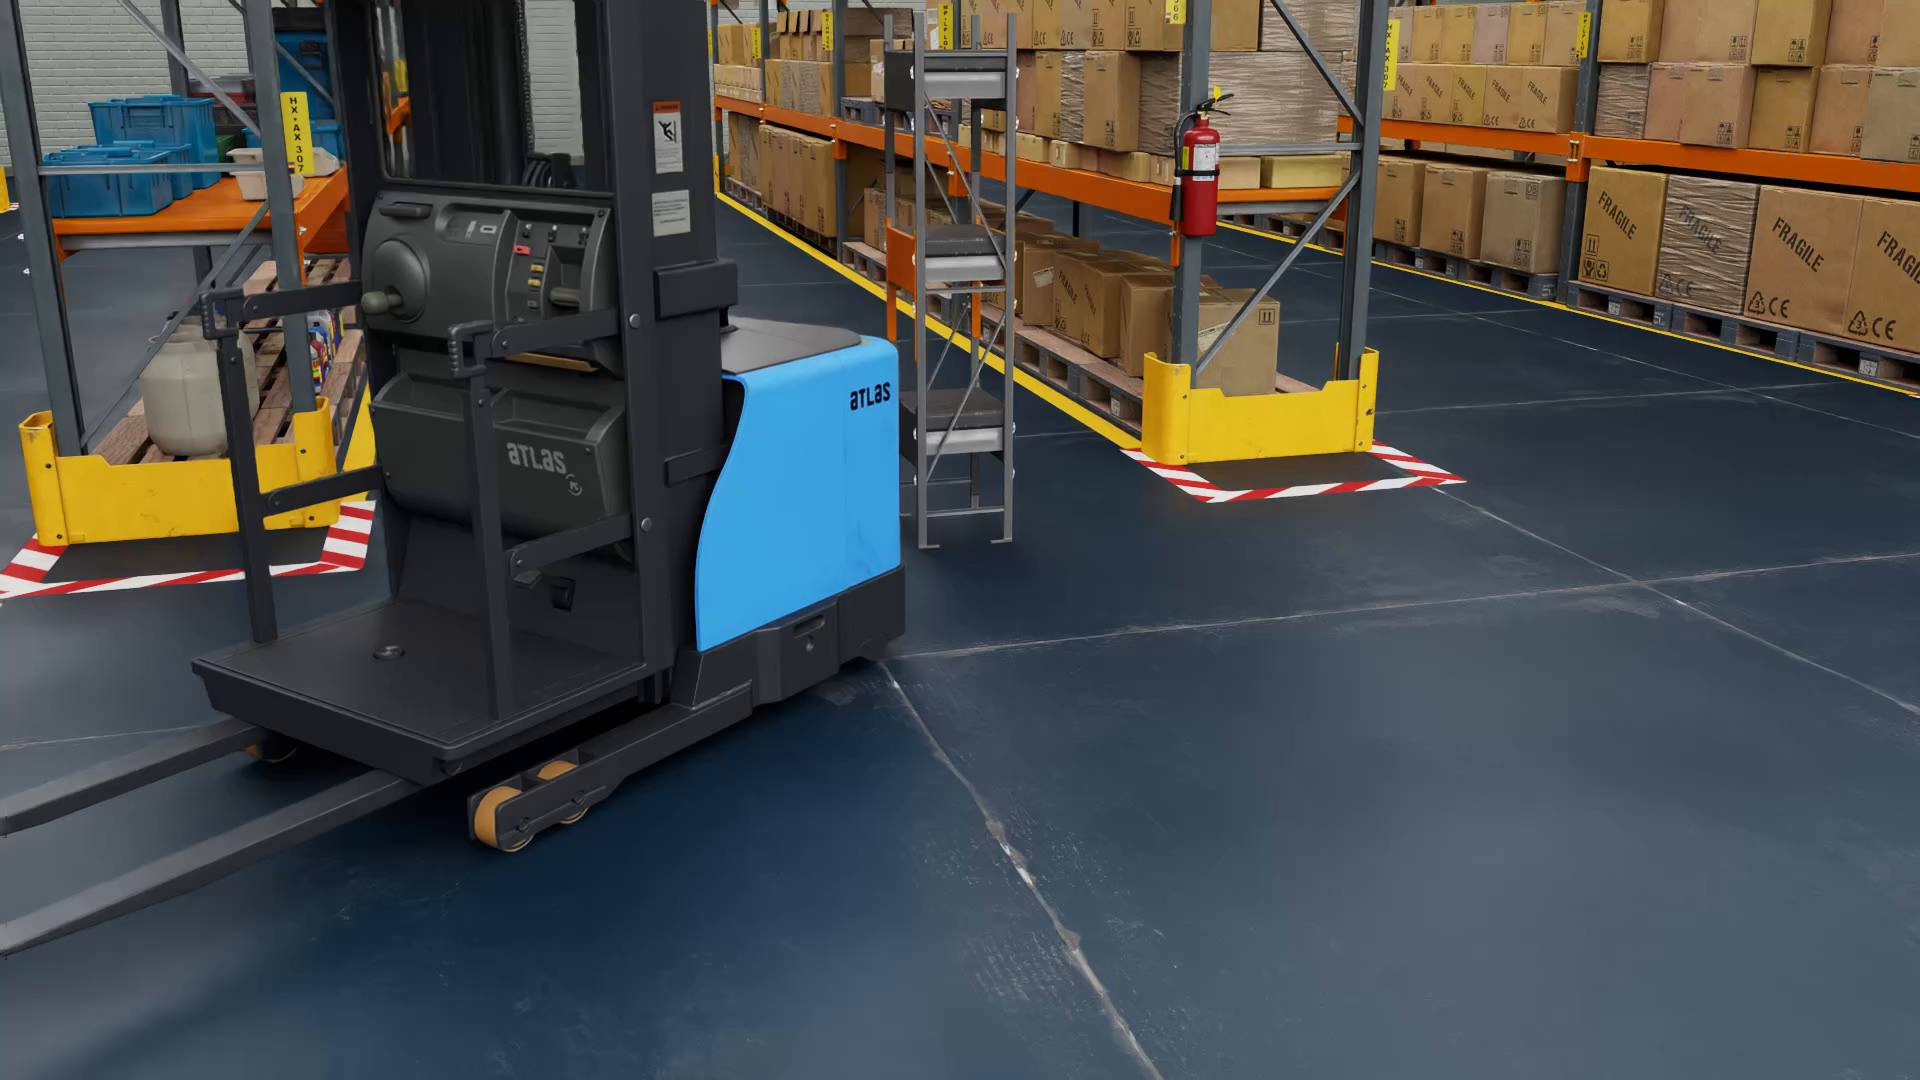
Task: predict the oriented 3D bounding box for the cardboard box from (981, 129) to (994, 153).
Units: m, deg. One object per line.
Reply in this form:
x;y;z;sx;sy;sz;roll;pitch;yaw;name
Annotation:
0.357;-2.639;10.961;0.380;0.149;0.250;-5;17;-15;cardboard box

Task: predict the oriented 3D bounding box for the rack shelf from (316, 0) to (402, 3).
-7.075;-6.446;19.235;1.077;0.370;4.000;-5;17;-15;rack shelf

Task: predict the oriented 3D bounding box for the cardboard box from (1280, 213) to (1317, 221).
3.700;-3.616;17.391;0.500;0.500;0.500;-5;17;-16;cardboard box

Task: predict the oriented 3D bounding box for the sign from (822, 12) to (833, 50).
-1.197;-4.596;15.026;0.100;0.325;0.005;-5;17;-15;sign

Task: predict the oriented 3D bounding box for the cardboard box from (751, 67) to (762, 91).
-2.137;-5.365;19.342;0.500;0.250;0.500;-5;17;-16;cardboard box

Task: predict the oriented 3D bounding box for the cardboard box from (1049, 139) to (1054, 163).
0.742;-2.297;9.821;0.380;0.149;0.250;-5;17;-15;cardboard box

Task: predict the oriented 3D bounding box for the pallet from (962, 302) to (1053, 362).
0.654;-1.461;11.450;1.003;0.211;1.213;-5;17;-15;pallet

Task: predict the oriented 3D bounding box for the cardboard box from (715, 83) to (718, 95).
-3.082;-6.055;22.331;0.380;0.149;0.250;-4;17;-15;cardboard box

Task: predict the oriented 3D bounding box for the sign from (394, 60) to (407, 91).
-5.996;-4.977;17.825;0.100;0.325;0.005;-5;17;-15;sign

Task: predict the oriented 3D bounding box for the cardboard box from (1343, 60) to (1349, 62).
4.116;-4.898;17.234;0.380;0.149;0.250;-4;17;-13;cardboard box

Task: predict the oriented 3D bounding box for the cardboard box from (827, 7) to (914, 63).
-0.849;-4.818;15.861;0.797;0.503;0.637;-4;17;-13;cardboard box

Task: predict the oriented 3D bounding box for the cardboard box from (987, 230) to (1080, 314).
0.507;-1.870;11.579;0.500;0.500;0.500;-5;18;-17;cardboard box

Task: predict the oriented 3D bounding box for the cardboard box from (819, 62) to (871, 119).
-1.038;-4.251;15.717;0.500;0.500;0.500;-4;17;-14;cardboard box

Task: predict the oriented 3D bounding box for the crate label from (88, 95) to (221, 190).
-3.994;-1.987;8.290;0.502;0.435;0.616;-5;17;-15;crate label

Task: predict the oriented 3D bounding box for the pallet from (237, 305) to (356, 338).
-4.580;-1.467;11.469;1.003;0.211;1.213;-5;17;-15;pallet

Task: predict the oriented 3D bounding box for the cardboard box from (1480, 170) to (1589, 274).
4.975;-2.632;13.682;1.050;0.750;0.750;-5;17;-16;cardboard box

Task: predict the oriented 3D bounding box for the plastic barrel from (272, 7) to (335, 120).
-4.142;-2.959;10.718;0.600;0.901;0.708;-5;17;-15;plastic barrel

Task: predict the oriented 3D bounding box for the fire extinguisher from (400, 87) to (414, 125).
-7.229;-5.770;21.728;0.296;0.674;0.183;-5;17;-15;fire extinguisher

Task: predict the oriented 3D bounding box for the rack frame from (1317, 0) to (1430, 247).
4.133;-4.451;16.554;1.000;3.000;0.127;-5;17;-15;rack frame

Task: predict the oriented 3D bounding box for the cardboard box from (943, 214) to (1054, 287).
0.287;-2.165;12.526;0.700;0.500;0.500;-6;18;-20;cardboard box

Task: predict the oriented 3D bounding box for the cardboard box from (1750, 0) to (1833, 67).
5.733;-3.379;10.850;0.875;0.550;0.500;-5;17;-15;cardboard box

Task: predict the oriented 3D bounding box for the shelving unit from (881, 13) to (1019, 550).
-0.045;-1.051;6.802;0.431;2.100;0.503;-5;17;-15;shelving unit

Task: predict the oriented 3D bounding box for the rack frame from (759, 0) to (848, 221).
-1.763;-5.193;19.025;1.000;3.000;0.127;-5;17;-15;rack frame

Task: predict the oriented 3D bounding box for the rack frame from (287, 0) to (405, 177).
-6.526;-4.801;17.722;1.000;3.000;0.127;-5;17;-15;rack frame

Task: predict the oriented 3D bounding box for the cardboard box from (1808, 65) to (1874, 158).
5.980;-2.724;10.545;0.875;0.550;0.550;-5;17;-15;cardboard box

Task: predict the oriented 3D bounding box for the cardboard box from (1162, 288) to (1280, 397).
1.379;-1.052;8.854;0.500;0.500;0.500;-1;17;-5;cardboard box

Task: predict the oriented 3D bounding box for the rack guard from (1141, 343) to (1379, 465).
1.514;-0.697;8.405;1.175;0.500;0.348;-5;17;-15;rack guard

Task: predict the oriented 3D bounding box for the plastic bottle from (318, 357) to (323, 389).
-3.455;-0.907;8.858;0.097;0.201;0.097;0;17;0;plastic bottle

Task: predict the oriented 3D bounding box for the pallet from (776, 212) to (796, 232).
-1.479;-3.650;18.736;1.003;0.211;1.213;-5;17;-15;pallet

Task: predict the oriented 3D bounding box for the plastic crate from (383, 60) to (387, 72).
-6.530;-5.127;18.592;0.402;0.464;0.583;-5;17;-15;plastic crate

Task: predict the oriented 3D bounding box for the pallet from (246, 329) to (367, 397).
-4.183;-1.064;10.127;1.003;0.211;1.213;-5;17;-15;pallet

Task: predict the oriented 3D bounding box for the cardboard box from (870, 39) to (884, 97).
-0.477;-4.189;14.780;0.500;0.500;0.500;-7;18;-22;cardboard box

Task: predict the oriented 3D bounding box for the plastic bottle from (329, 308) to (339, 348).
-3.820;-1.322;9.979;0.144;0.351;0.185;-6;18;-18;plastic bottle

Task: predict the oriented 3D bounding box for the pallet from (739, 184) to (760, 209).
-2.236;-4.412;21.273;1.003;0.211;1.213;-5;17;-15;pallet

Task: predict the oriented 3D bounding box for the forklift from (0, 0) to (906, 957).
-1.423;-0.756;4.374;1.130;2.935;3.031;11;20;32;forklift

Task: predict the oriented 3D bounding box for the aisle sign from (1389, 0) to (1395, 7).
6.367;-8.325;24.933;0.394;0.787;0.004;-5;17;-15;aisle sign

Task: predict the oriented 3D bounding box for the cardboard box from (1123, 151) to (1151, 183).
1.071;-1.950;8.666;0.380;0.149;0.250;-5;17;-15;cardboard box

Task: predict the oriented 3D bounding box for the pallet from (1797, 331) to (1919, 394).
6.036;-1.117;10.304;1.003;0.211;1.213;-5;17;-15;pallet

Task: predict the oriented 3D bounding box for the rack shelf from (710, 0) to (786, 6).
-2.313;-6.838;20.539;1.077;0.370;4.000;-5;17;-15;rack shelf

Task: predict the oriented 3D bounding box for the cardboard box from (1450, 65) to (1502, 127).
4.554;-3.795;14.197;0.500;0.500;0.500;-5;17;-15;cardboard box

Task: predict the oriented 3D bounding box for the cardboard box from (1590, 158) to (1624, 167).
8.268;-4.745;20.499;0.875;0.875;0.875;-4;17;-14;cardboard box

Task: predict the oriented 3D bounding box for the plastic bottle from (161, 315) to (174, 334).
-4.284;-1.053;9.084;0.144;0.351;0.185;-4;17;-13;plastic bottle

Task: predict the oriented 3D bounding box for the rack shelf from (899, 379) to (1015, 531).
-0.045;-0.368;7.008;0.431;0.518;0.480;-5;17;-15;rack shelf

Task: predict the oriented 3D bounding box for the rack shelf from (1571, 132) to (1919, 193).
5.782;-2.446;11.133;1.077;0.370;4.000;-5;17;-15;rack shelf

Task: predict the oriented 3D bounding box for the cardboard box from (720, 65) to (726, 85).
-2.841;-6.072;21.697;0.500;0.250;0.500;-5;17;-16;cardboard box

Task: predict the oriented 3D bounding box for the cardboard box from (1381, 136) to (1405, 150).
6.943;-5.882;25.044;0.875;0.438;0.875;-5;18;-17;cardboard box

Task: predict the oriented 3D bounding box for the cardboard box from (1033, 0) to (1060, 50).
0.738;-3.091;9.598;0.500;0.500;0.500;-5;17;-15;cardboard box

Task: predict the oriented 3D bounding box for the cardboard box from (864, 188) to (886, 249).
-0.461;-2.916;15.026;0.700;0.500;0.500;-6;18;-18;cardboard box

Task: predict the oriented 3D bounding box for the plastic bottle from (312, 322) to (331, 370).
-3.604;-1.091;9.347;0.097;0.271;0.097;0;17;0;plastic bottle

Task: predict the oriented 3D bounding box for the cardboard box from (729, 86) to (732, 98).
-2.727;-5.699;21.148;0.380;0.149;0.250;-5;17;-16;cardboard box

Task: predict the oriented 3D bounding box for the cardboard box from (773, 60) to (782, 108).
-1.738;-4.955;18.059;0.500;0.500;0.500;-5;17;-15;cardboard box

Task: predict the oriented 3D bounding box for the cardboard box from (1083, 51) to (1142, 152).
1.157;-2.347;8.860;0.875;0.500;0.500;-5;17;-15;cardboard box

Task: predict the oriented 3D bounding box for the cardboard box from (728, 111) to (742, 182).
-2.610;-5.312;22.386;0.875;0.875;0.875;-5;17;-15;cardboard box

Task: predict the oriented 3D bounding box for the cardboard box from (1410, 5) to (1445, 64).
4.530;-4.571;15.043;0.700;0.500;0.500;-5;17;-16;cardboard box

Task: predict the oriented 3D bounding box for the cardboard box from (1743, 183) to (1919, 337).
5.837;-1.847;10.849;0.875;0.875;0.875;-5;17;-16;cardboard box

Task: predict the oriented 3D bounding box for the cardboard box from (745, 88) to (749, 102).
-2.374;-5.344;19.966;0.380;0.149;0.250;-4;17;-14;cardboard box

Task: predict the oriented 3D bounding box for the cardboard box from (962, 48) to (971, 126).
0.499;-3.041;11.171;0.875;0.500;0.500;-5;17;-15;cardboard box
